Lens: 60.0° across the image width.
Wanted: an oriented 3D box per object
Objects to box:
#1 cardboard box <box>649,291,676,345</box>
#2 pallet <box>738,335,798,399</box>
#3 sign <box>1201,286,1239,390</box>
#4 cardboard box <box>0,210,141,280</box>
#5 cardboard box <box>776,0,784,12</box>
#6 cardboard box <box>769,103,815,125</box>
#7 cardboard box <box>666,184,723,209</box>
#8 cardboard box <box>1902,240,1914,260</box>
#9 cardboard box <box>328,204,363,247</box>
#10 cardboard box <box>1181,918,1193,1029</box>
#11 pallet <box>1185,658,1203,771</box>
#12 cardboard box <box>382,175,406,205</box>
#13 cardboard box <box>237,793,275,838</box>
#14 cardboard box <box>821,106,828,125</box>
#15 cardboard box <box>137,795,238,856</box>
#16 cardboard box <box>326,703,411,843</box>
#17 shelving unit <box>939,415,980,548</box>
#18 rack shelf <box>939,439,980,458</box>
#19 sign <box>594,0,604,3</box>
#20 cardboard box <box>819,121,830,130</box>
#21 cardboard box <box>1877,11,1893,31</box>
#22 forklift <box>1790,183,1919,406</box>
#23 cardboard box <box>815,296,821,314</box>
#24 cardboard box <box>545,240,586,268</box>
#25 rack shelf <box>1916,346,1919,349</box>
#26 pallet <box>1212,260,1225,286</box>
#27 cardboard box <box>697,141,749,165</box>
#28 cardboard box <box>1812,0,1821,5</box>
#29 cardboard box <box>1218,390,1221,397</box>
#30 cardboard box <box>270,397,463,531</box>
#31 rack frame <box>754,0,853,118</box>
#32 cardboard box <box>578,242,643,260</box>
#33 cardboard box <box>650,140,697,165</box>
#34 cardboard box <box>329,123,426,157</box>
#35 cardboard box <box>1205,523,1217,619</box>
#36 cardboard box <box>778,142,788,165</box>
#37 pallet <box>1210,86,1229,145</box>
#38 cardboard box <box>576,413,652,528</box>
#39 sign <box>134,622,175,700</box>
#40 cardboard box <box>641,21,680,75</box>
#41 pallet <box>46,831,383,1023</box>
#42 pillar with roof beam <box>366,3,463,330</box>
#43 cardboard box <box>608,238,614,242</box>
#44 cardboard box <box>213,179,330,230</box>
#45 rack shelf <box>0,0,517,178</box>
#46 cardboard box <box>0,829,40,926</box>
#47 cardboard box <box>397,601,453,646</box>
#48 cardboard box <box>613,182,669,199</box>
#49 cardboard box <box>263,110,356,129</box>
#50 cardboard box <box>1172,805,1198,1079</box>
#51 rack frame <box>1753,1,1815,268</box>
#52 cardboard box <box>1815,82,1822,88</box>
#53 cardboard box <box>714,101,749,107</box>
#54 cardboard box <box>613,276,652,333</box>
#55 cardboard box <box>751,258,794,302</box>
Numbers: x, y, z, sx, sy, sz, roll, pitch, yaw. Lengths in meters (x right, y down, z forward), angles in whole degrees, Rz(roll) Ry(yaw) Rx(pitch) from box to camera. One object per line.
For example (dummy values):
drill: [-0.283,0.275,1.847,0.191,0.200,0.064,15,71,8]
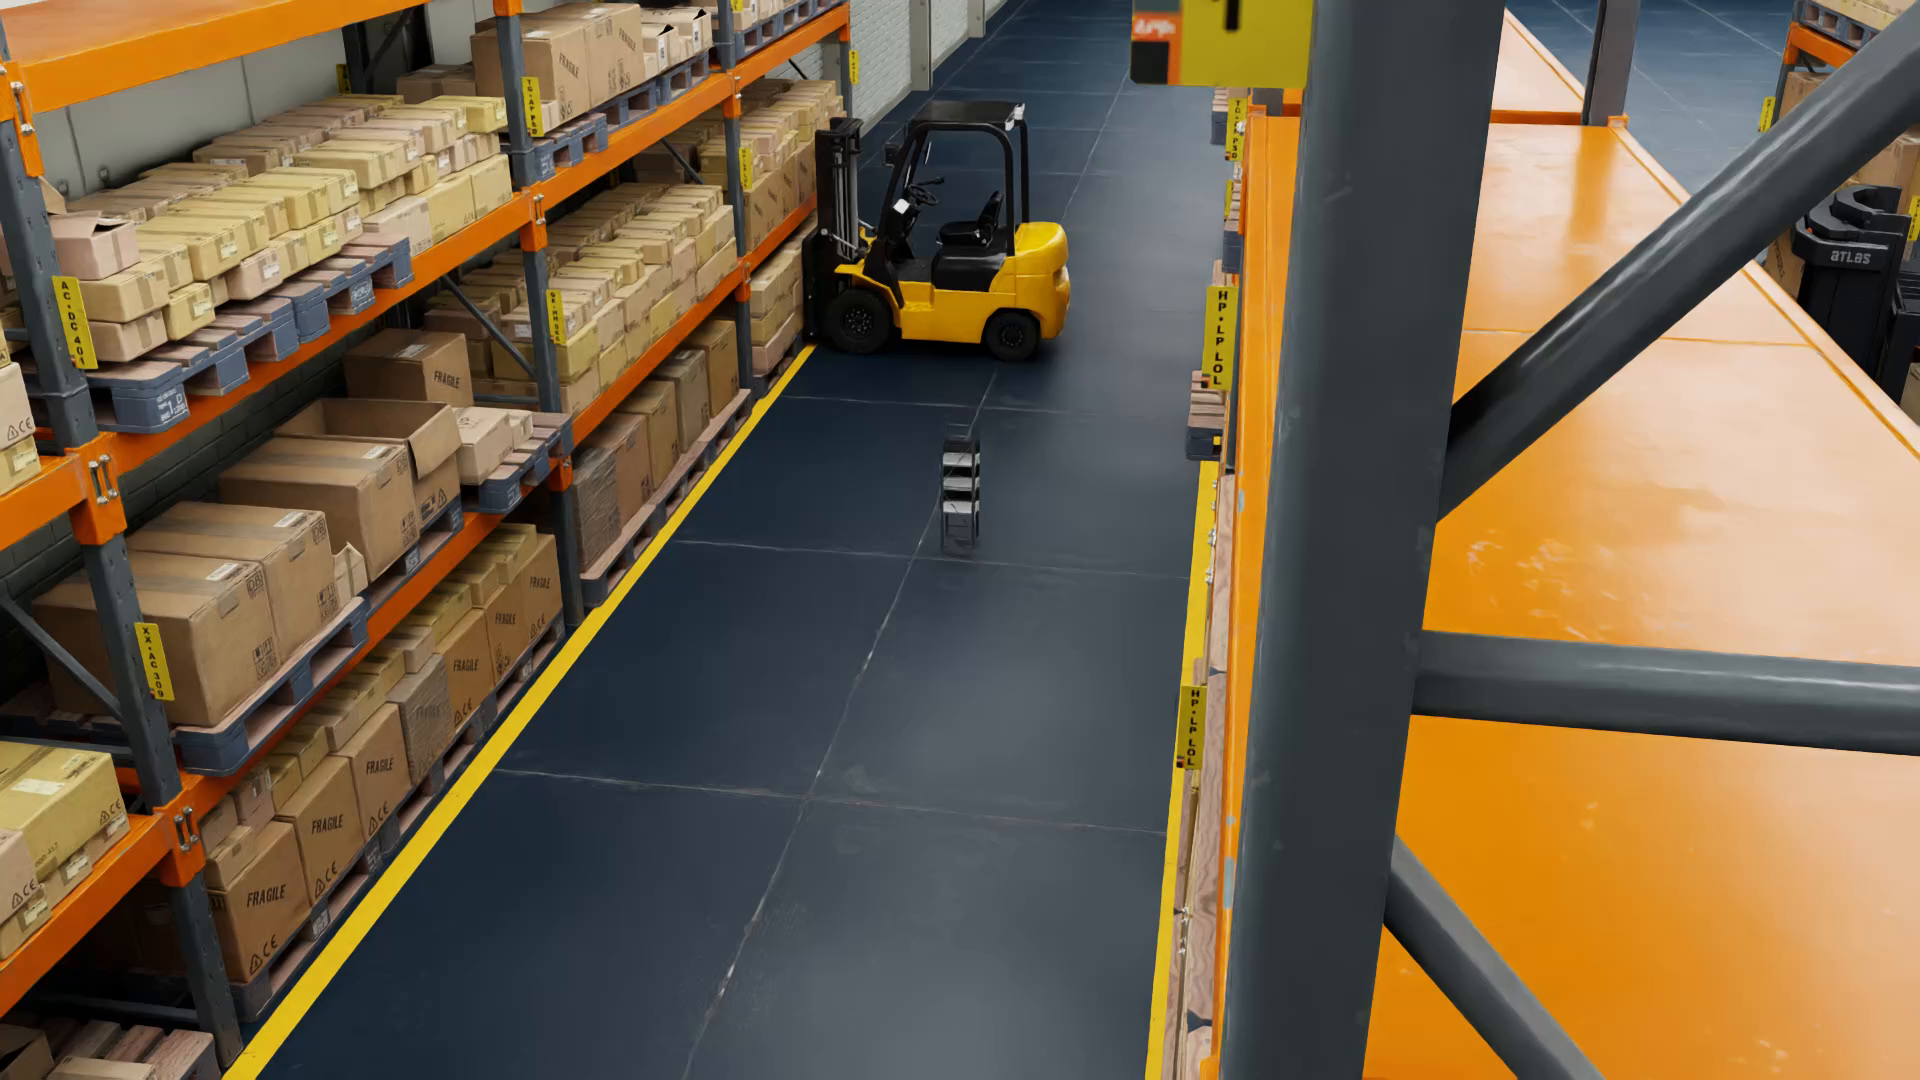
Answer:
cardboard box: [-2.352,-1.601,11.853,0.500,0.250,0.500,5,26,10]
pallet: [-2.092,-1.597,14.957,1.003,0.211,1.213,4,25,9]
sign: [0.790,-0.611,5.042,0.100,0.325,0.005,4,25,9]
cardboard box: [-3.177,-1.089,5.887,0.396,0.266,0.258,4,25,8]
cardboard box: [-1.721,-4.663,14.225,0.396,0.266,0.258,3,25,7]
cardboard box: [-1.570,-3.972,15.507,0.380,0.149,0.250,5,25,10]
cardboard box: [-2.100,-2.711,13.165,0.380,0.149,0.250,5,26,10]
cardboard box: [7.583,-2.110,12.588,0.875,0.550,0.550,4,25,9]
cardboard box: [-2.903,-1.407,7.406,0.380,0.149,0.250,5,25,10]
cardboard box: [0.906,1.501,4.931,0.500,0.500,0.500,4,25,9]
pallet: [1.778,1.072,9.254,1.003,0.211,1.213,4,25,9]
cardboard box: [-2.955,-1.741,8.143,0.380,0.149,0.250,4,25,9]
cardboard box: [-3.280,1.211,7.357,0.380,0.149,0.250,3,25,7]
cardboard box: [-1.505,-4.165,16.270,0.380,0.149,0.250,4,25,10]
cardboard box: [-3.309,1.193,7.044,0.380,0.149,0.250,4,25,8]
cardboard box: [-3.106,1.139,8.276,0.500,0.500,0.500,3,25,7]
shelving unit: [-0.001,-0.404,11.596,0.258,0.900,0.210,4,25,9]
rack shelf: [-0.001,-0.619,11.496,0.258,0.077,0.200,4,25,9]
sign: [-2.811,-4.197,12.980,0.100,0.325,0.005,4,25,9]
cardboard box: [-1.525,-3.808,16.274,0.500,0.500,0.500,5,26,10]
cardboard box: [7.485,-4.075,13.106,0.380,0.149,0.250,4,25,8]
forklift: [5.218,-0.375,9.137,3.031,2.935,1.130,10,27,21]
cardboard box: [-1.619,-2.295,15.907,0.500,0.250,0.500,5,26,10]
cardboard box: [-2.831,-1.990,11.624,0.380,0.149,0.250,5,25,10]
rack shelf: [7.208,-0.725,10.653,1.077,0.370,4.000,4,25,9]
pallet: [2.366,-1.792,12.310,1.003,0.211,1.213,4,25,9]
cardboard box: [-1.982,-3.234,13.931,0.380,0.149,0.250,4,25,9]
cardboard box: [7.775,-4.813,14.682,0.380,0.149,0.250,4,25,9]
cardboard box: [1.772,-0.970,10.130,0.380,0.149,0.250,4,25,8]
cardboard box: [-3.001,-0.399,8.491,0.797,0.503,0.637,3,25,7]
rack frame: [-1.609,-4.203,17.236,1.000,3.000,0.127,4,25,9]
cardboard box: [-2.426,-1.965,11.572,0.380,0.149,0.250,4,25,9]
cardboard box: [-2.427,-3.261,13.988,0.380,0.149,0.250,3,25,7]
cardboard box: [-2.905,-1.978,8.299,0.380,0.149,0.250,4,25,8]
cardboard box: [1.379,0.156,7.509,0.500,0.250,0.500,4,25,9]
cardboard box: [-1.738,-3.411,14.661,0.380,0.149,0.250,4,25,8]
pallet: [2.262,-2.777,10.871,1.213,0.211,1.003,4,25,9]
cardboard box: [-2.702,-0.506,11.642,0.875,0.625,0.625,5,26,10]
sign: [-3.034,0.458,6.257,0.100,0.325,0.005,4,25,9]
cardboard box: [-2.266,-3.443,11.566,0.500,0.311,0.500,3,25,7]
pallet: [-3.475,1.736,7.837,1.003,0.211,1.213,4,25,9]
pillar with roof beam: [0.654,-3.884,9.477,9.100,9.000,0.400,4,25,9]
cardboard box: [-2.786,-2.071,12.267,0.500,0.250,0.500,3,25,7]
cardboard box: [-2.946,-1.438,7.121,0.380,0.149,0.250,4,25,9]
rack shelf: [-3.244,-2.231,7.266,1.077,0.370,4.000,4,25,9]
cardboard box: [-3.480,1.189,5.541,0.500,0.250,0.500,4,25,9]
cardboard box: [-2.976,0.450,8.983,0.380,0.149,0.250,4,25,8]
cardboard box: [-2.532,-2.737,13.221,0.380,0.149,0.250,3,25,7]
cardboard box: [-3.359,-2.121,8.605,0.380,0.149,0.250,4,25,8]
cardboard box: [1.349,1.665,6.709,0.875,0.875,0.875,5,26,10]
rack frame: [8.188,-3.560,15.862,1.000,3.000,0.127,4,25,9]
cardboard box: [8.090,-3.728,14.770,0.875,0.550,0.550,4,25,9]
cardboard box: [-2.194,-4.015,15.601,0.380,0.149,0.250,3,25,7]
cardboard box: [-2.417,-1.611,11.286,0.500,0.250,0.500,3,25,7]
cardboard box: [-1.781,-2.322,14.785,0.500,0.250,0.500,4,25,9]
